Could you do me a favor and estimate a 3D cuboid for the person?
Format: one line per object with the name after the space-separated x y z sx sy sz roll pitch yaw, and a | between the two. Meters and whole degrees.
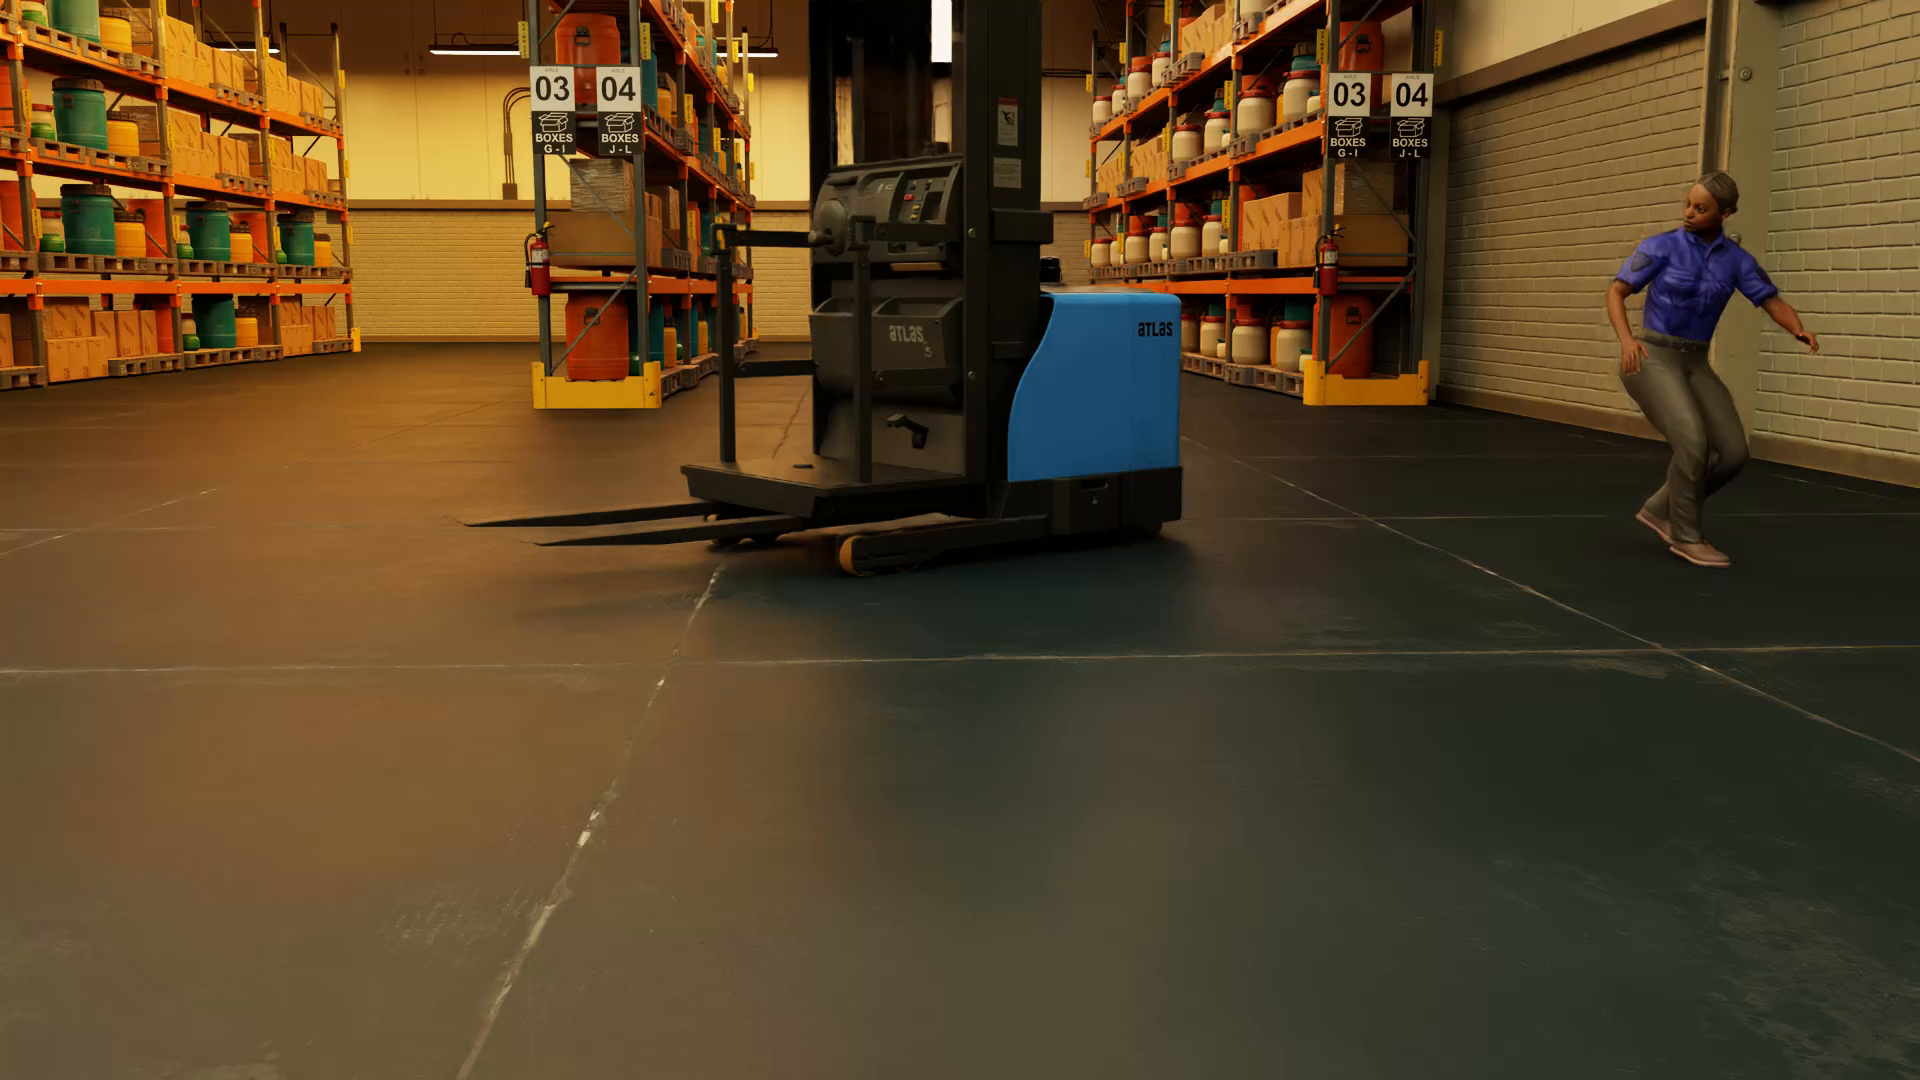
2.937 -0.676 6.605 0.760 1.548 0.748 -3 9 -18 | person

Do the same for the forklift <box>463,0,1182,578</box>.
-0.473 -1.393 6.713 3.031 2.935 1.130 -7 11 -38 | forklift
